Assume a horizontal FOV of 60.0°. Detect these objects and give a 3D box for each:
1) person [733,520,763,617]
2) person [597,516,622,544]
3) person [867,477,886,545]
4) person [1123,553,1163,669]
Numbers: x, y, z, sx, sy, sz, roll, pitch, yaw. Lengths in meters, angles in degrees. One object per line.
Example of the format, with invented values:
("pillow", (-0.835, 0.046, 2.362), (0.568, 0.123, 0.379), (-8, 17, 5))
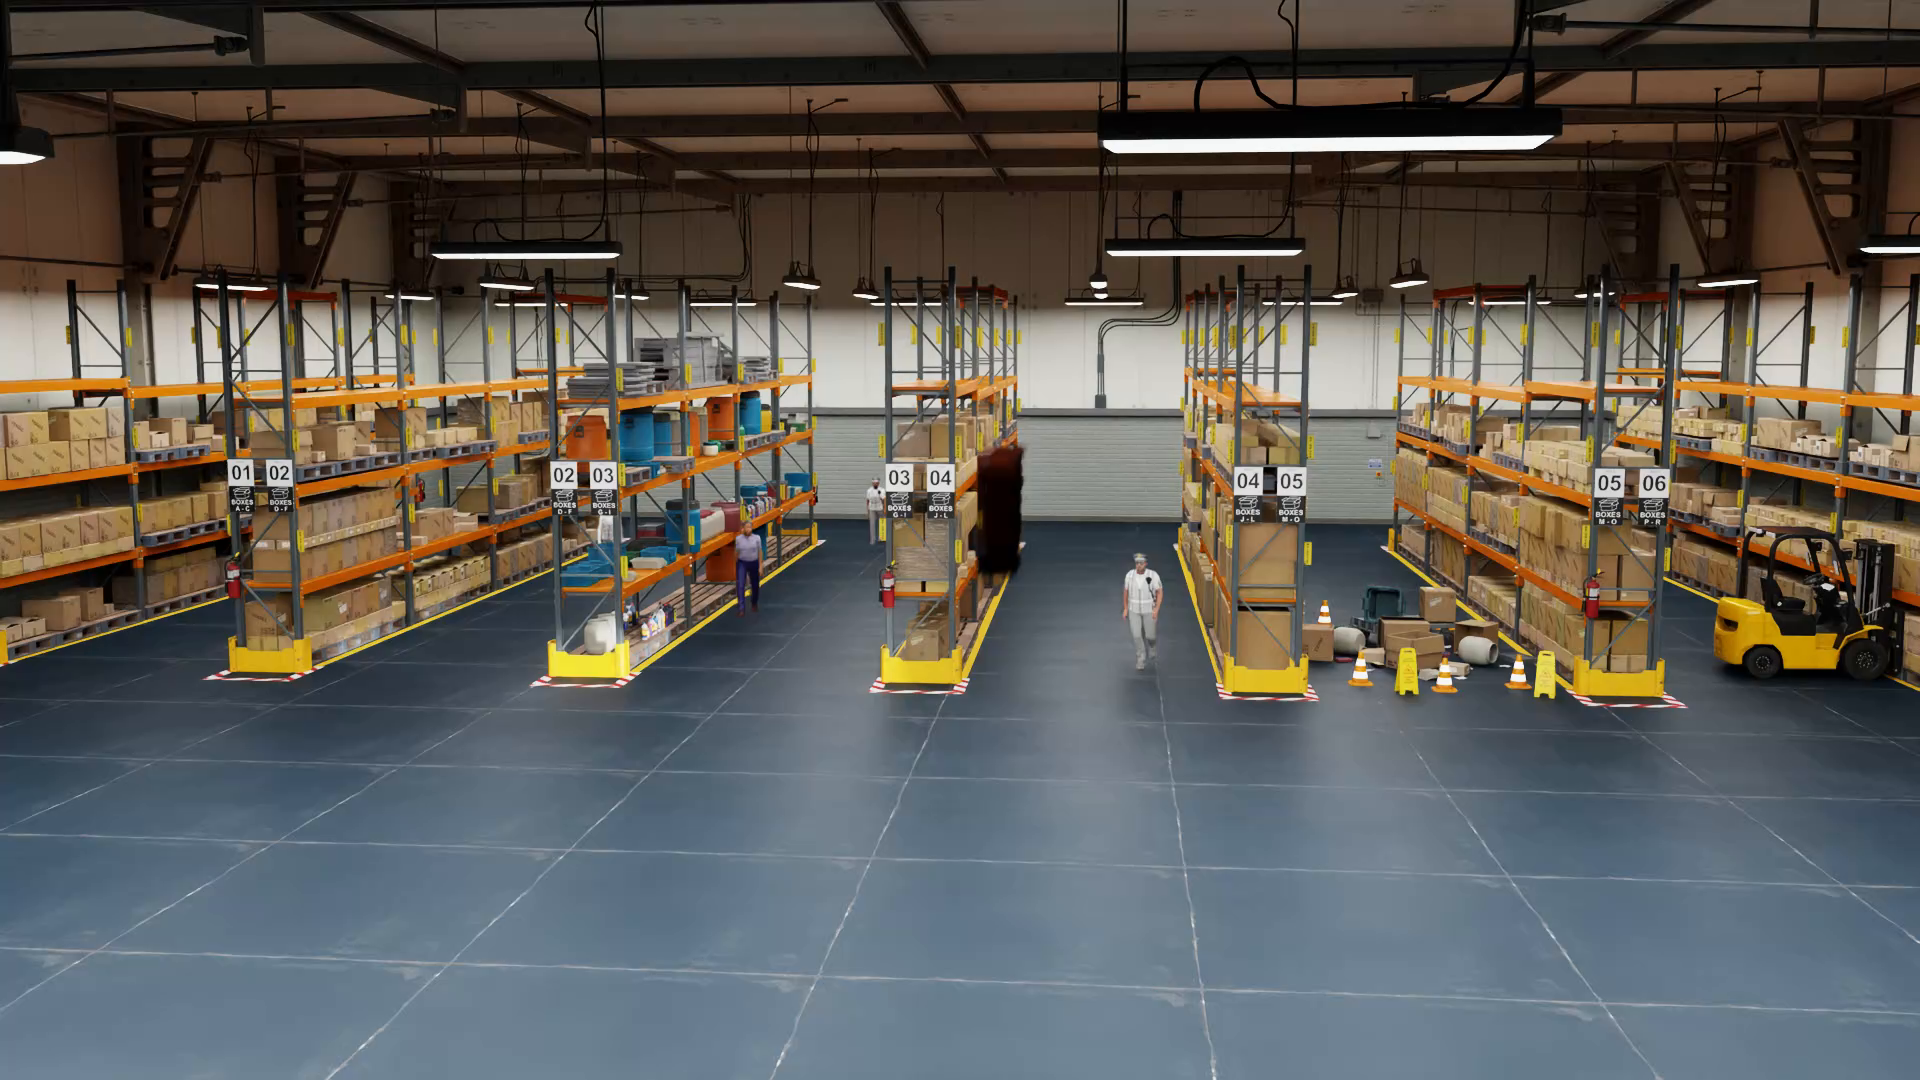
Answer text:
("person", (-3.631, 0.468, 28.503), (0.498, 1.627, 0.911), (-1, 7, -12))
("person", (-7.280, -0.014, 34.560), (0.468, 1.610, 1.013), (1, 7, 5))
("person", (-2.036, -0.730, 40.445), (0.494, 1.616, 1.021), (0, 7, 2))
("person", (2.787, 1.051, 25.237), (0.598, 1.761, 0.648), (2, 7, 15))
